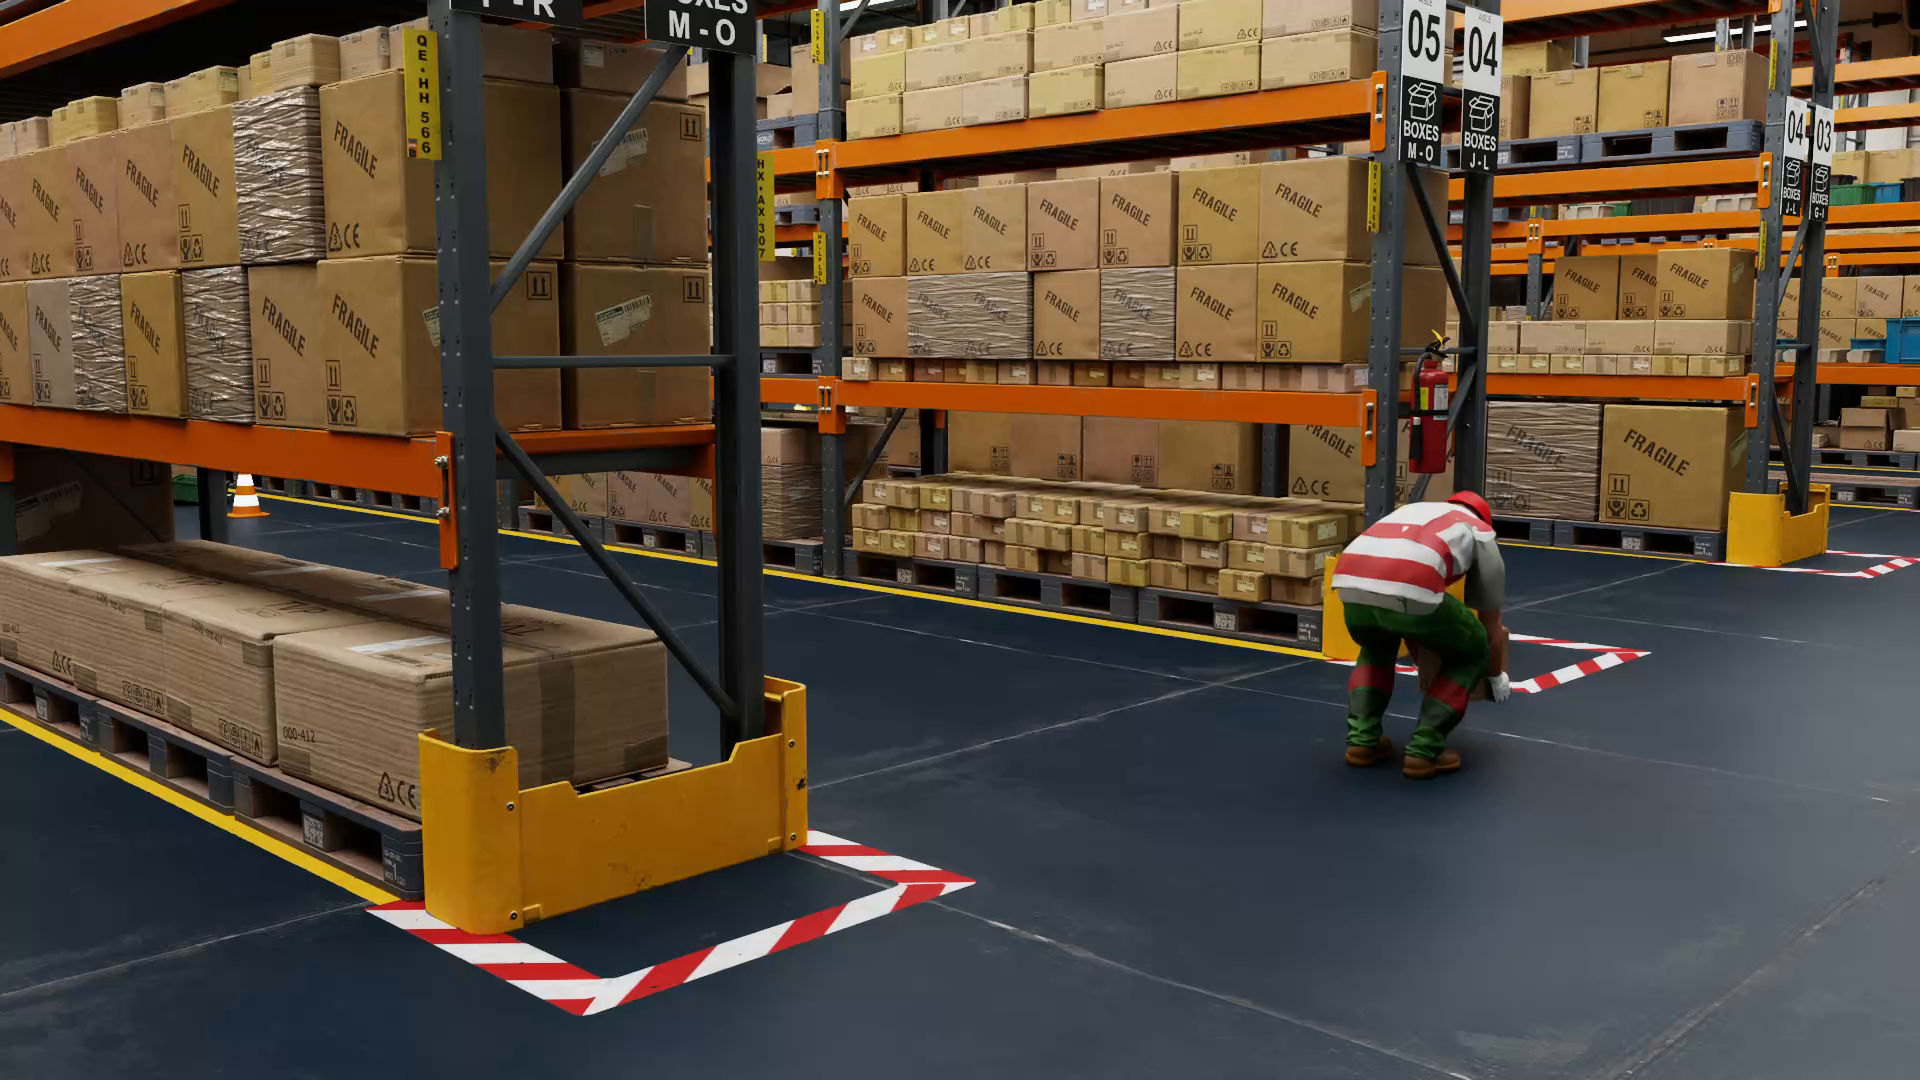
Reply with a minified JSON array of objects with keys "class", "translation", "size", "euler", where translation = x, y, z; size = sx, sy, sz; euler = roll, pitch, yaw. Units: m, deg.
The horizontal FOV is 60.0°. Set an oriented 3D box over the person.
[{"class":"person","translation":[1.737,0.335,6.228],"size":[0.535,0.987,0.950],"euler":[6,9,41]}]
